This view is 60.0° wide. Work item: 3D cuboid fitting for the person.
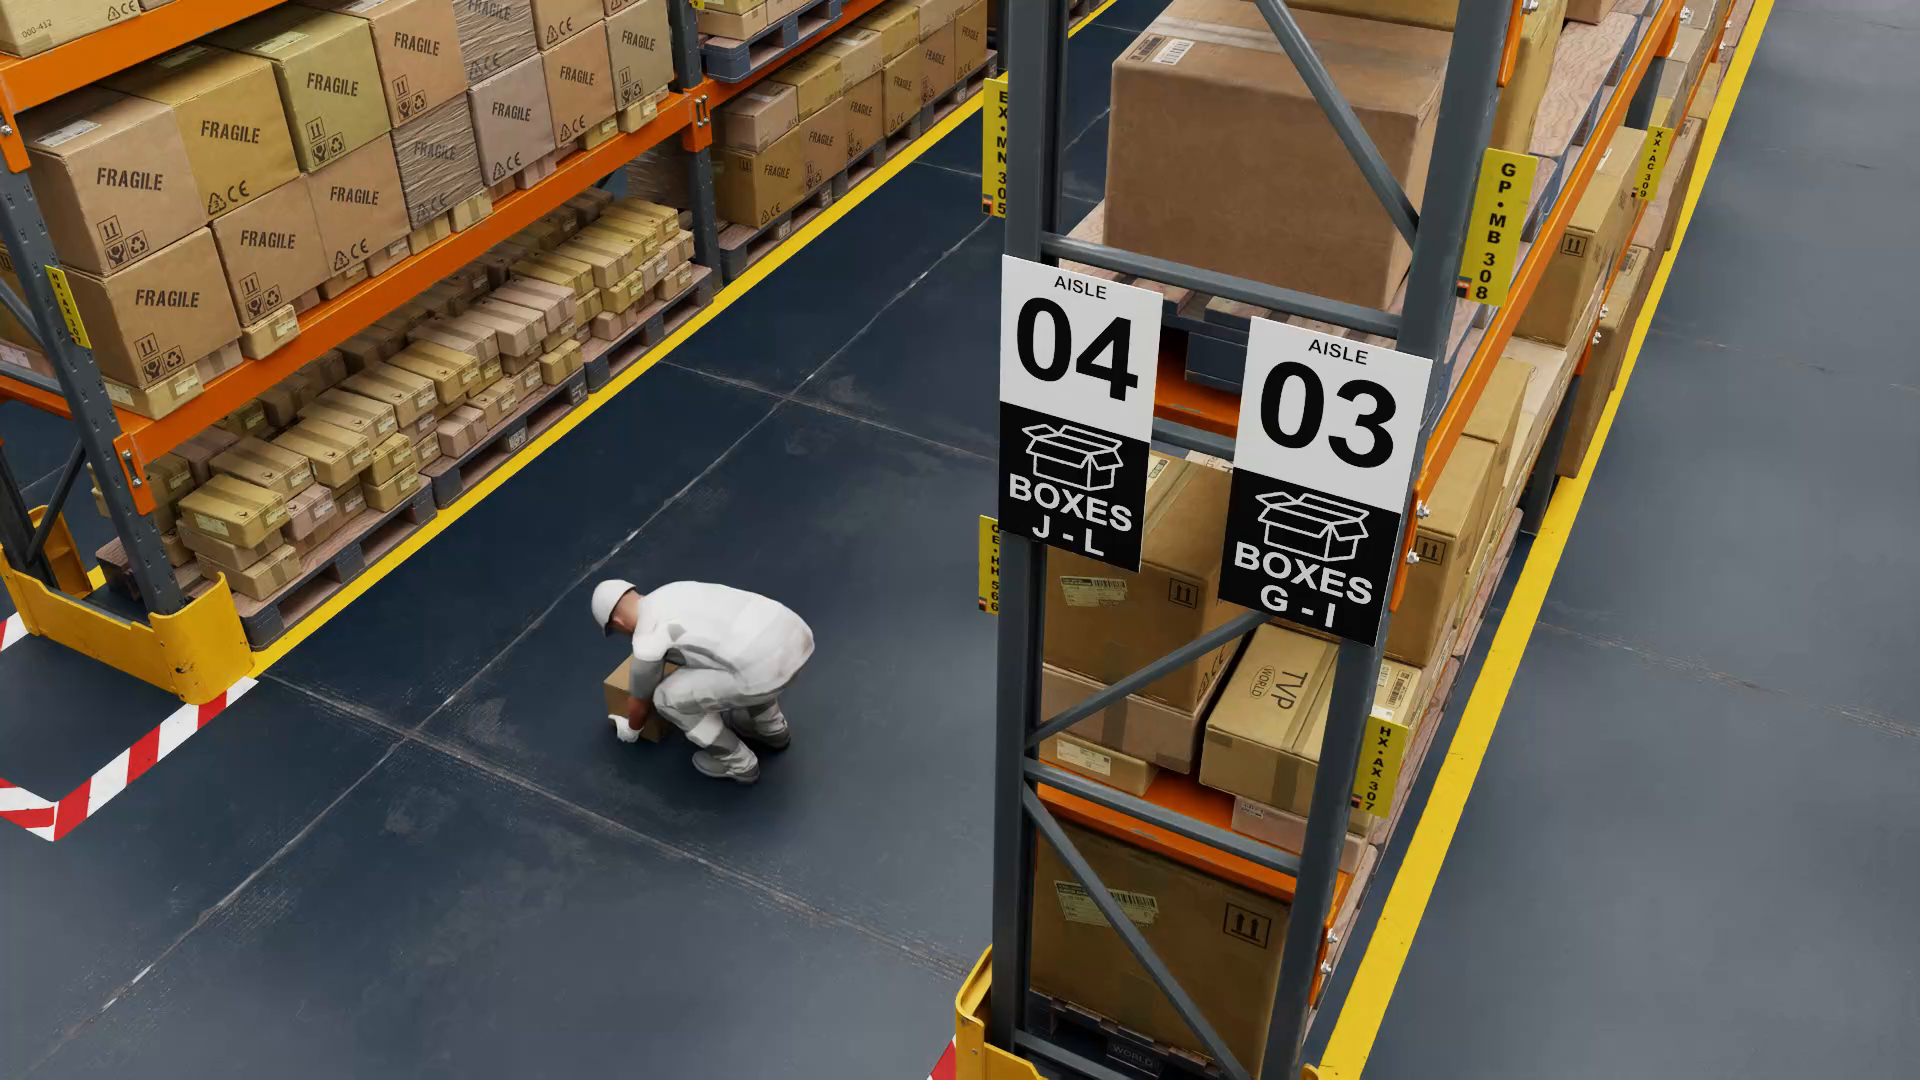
[{"bbox_3d":[-1.063,0.545,6.849,0.966,0.830,0.527,16,41,20],"label":"person"}]
